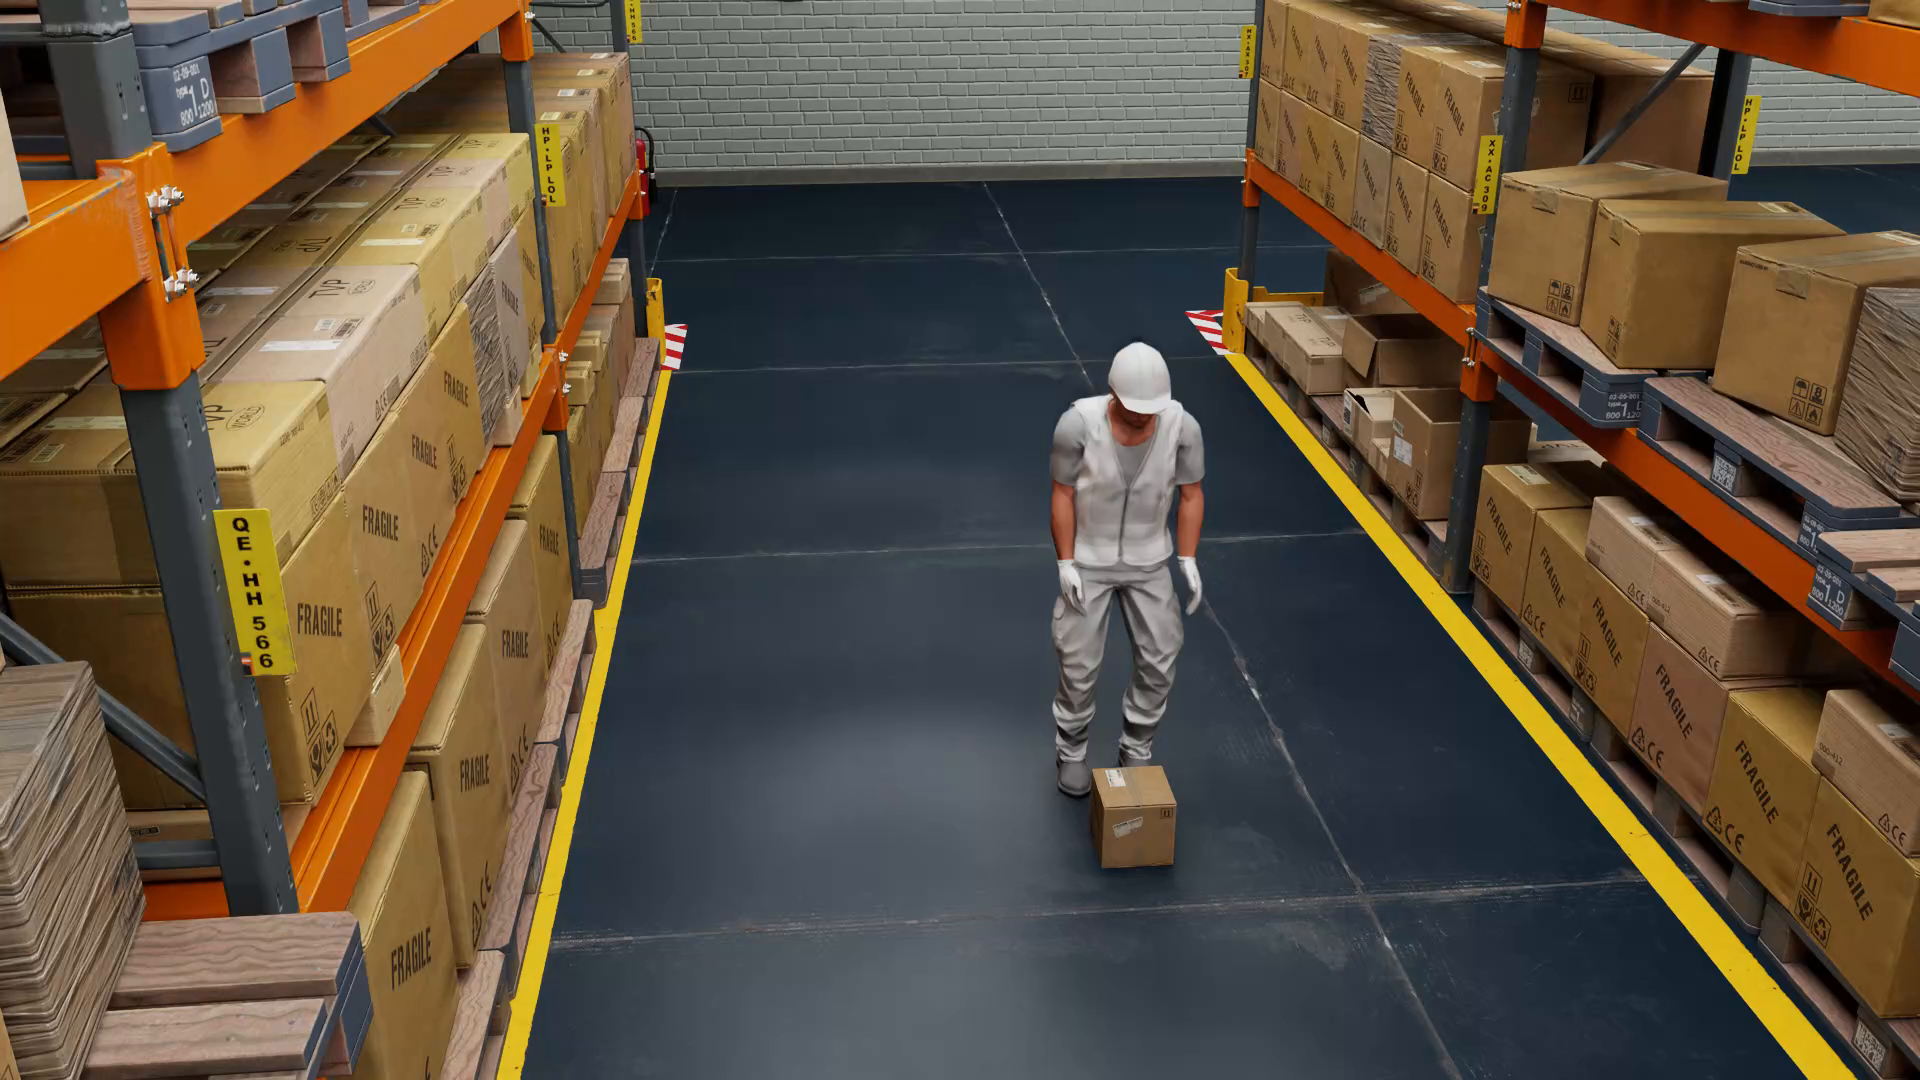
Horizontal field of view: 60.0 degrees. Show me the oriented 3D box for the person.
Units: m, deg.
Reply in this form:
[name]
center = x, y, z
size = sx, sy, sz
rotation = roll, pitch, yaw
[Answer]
[person]
center = 0.588, 0.107, 5.907
size = 0.547, 1.724, 0.477
rotation = -2, 24, -4
